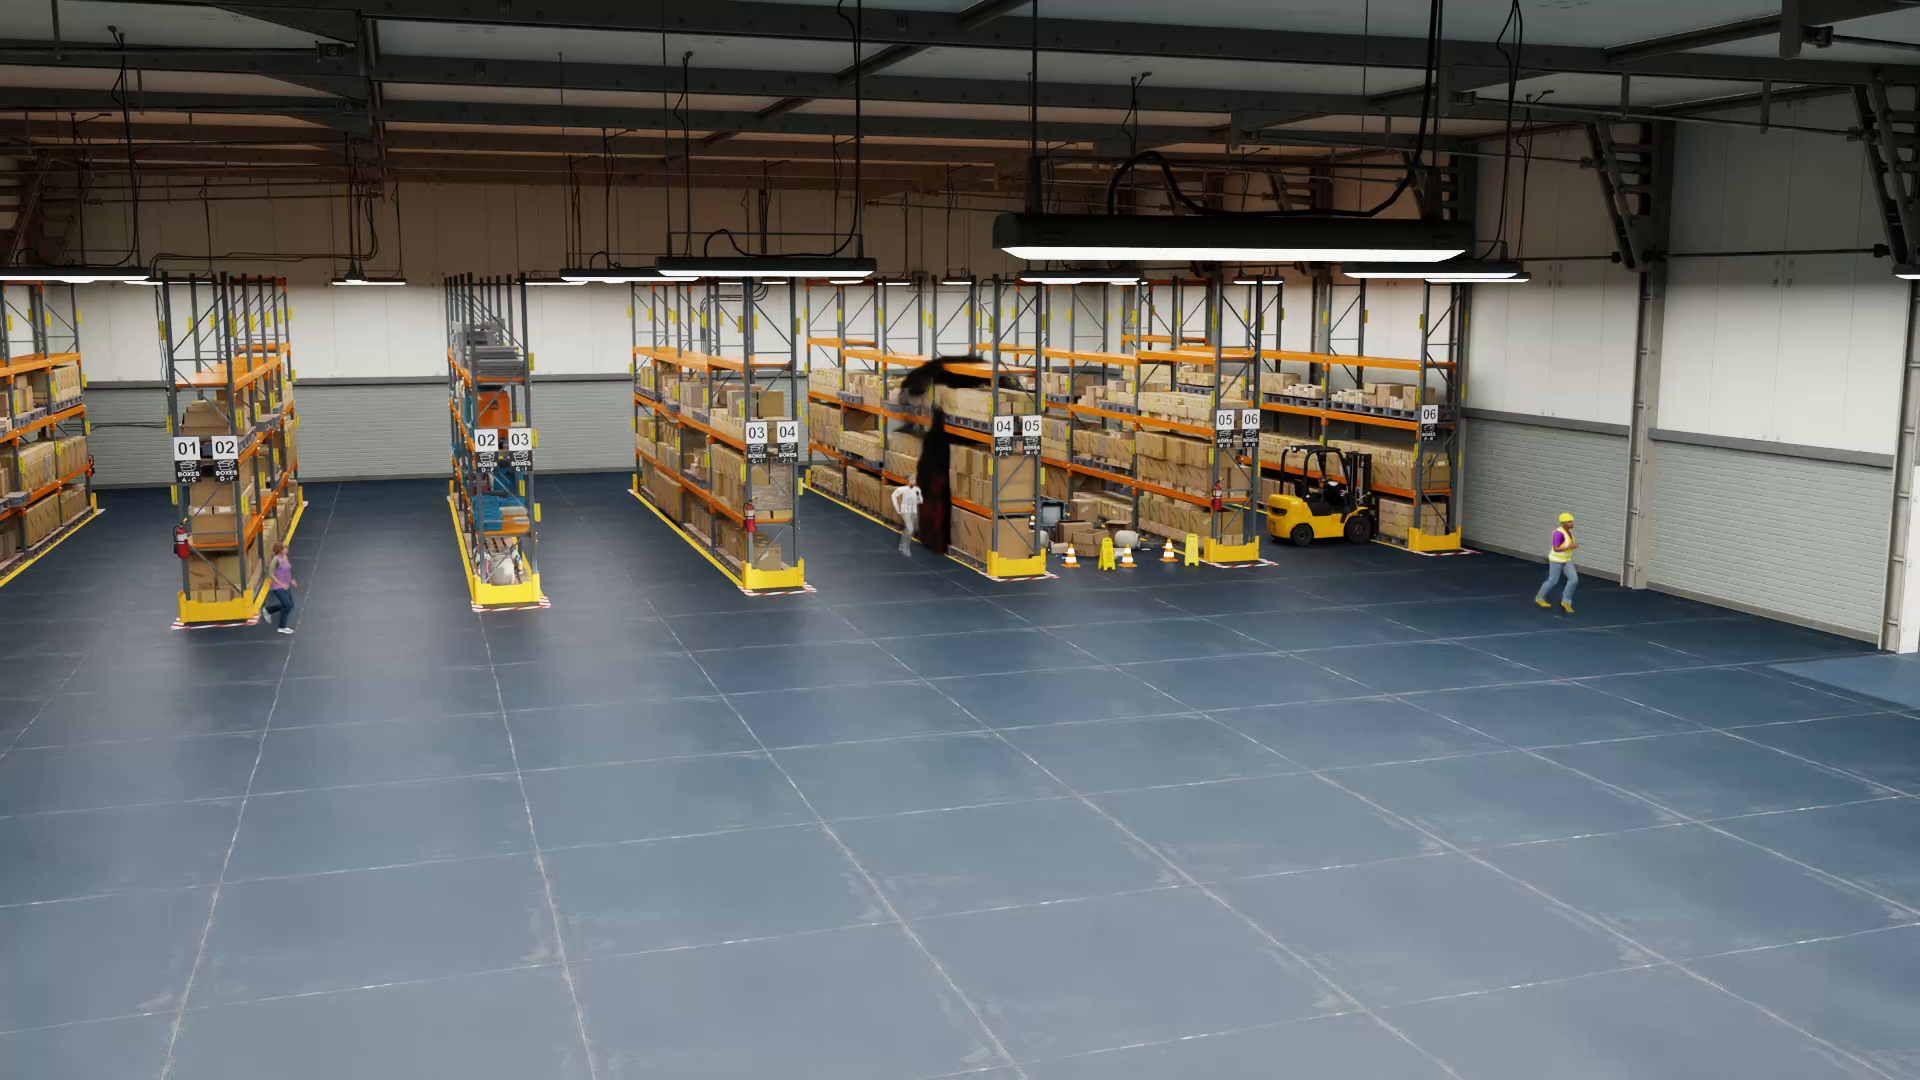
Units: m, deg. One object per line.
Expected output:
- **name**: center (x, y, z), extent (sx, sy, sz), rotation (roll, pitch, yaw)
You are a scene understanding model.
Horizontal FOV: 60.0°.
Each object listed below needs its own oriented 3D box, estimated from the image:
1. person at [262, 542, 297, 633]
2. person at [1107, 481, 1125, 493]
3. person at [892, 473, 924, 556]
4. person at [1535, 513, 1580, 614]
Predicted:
- **person**: center (-11.439, 0.794, 27.790), extent (0.578, 1.553, 0.525), rotation (0, 9, 3)
- **person**: center (4.403, -2.131, 46.491), extent (0.583, 1.674, 0.919), rotation (-5, 10, -32)
- **person**: center (-1.043, -0.520, 34.134), extent (0.592, 1.714, 0.713), rotation (-5, 10, -31)
- **person**: center (10.643, 0.421, 29.546), extent (0.661, 1.833, 0.832), rotation (-7, 11, -37)
